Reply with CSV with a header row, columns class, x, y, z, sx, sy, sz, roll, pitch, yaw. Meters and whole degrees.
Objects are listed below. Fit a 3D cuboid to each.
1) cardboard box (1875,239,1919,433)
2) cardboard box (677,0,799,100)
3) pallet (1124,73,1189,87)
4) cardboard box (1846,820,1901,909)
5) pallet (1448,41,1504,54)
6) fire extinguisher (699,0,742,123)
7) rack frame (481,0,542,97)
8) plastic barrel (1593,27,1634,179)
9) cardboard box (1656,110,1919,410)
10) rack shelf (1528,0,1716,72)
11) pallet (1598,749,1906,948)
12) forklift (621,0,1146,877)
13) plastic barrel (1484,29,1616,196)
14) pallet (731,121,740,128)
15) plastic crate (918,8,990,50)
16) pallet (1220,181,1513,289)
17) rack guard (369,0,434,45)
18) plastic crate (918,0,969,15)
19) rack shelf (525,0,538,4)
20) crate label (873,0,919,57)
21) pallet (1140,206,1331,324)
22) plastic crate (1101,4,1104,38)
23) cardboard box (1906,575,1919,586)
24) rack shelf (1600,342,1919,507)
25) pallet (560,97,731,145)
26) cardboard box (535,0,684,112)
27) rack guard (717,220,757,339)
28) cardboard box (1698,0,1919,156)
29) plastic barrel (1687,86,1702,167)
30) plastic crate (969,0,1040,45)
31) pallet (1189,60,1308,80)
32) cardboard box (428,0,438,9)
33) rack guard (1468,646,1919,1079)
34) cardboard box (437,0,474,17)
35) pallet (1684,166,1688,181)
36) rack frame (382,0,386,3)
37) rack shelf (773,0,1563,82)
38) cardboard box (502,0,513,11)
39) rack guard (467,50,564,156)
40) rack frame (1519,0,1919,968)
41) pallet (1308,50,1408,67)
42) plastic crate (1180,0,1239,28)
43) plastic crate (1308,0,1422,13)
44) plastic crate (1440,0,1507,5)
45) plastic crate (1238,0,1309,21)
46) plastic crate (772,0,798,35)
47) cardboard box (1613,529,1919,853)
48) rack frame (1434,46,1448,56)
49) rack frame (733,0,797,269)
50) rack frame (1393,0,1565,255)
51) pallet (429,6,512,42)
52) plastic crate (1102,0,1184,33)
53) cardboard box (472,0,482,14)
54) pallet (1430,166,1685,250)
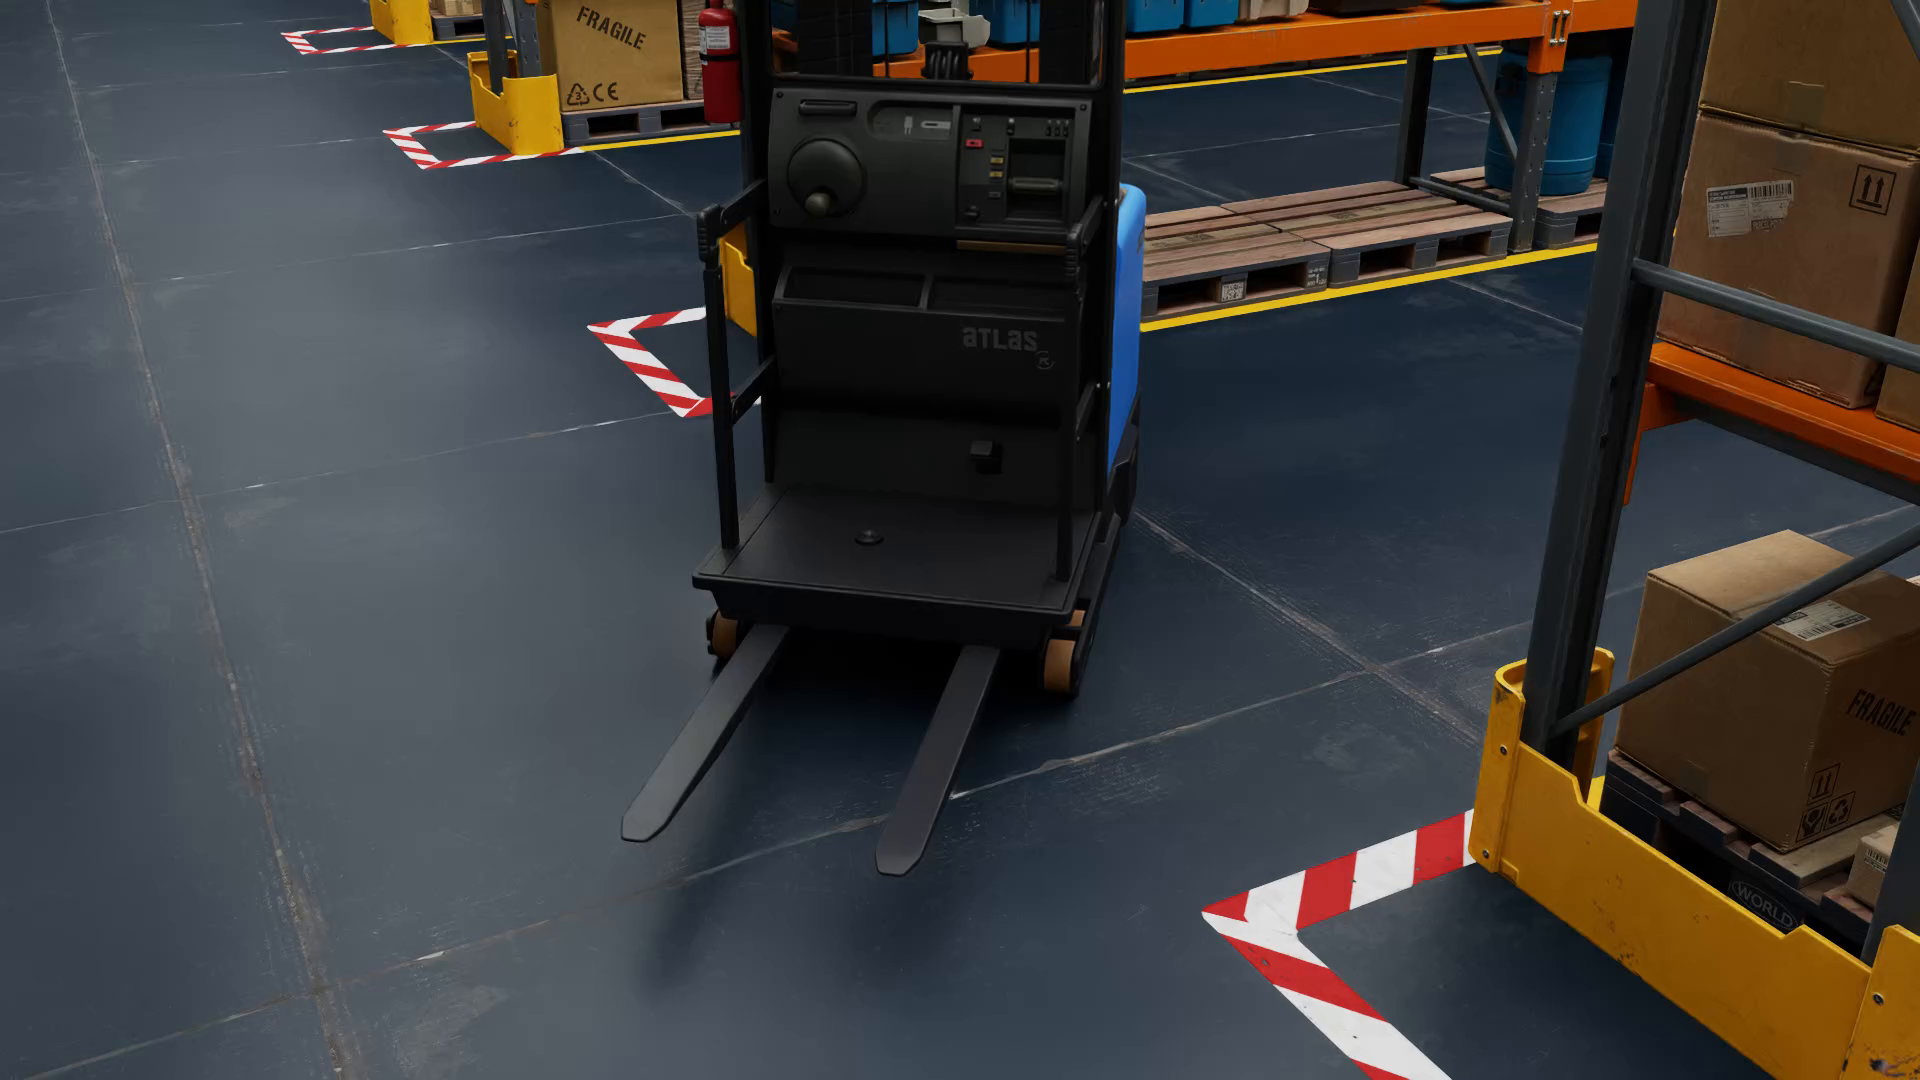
class,x,y,z,sx,sy,sz,roll,pitch,yaw
cardboard box,2.116,-0.417,3.038,0.500,0.500,0.500,-12,28,-24
cardboard box,-1.728,-3.744,12.053,0.875,0.875,0.875,-13,29,-25
pallet,1.117,-3.910,13.650,1.213,0.211,1.003,-13,29,-25
cardboard box,2.131,0.750,3.507,0.250,0.149,0.380,-13,29,-25
pallet,4.691,-4.698,15.290,1.213,0.211,1.003,-13,29,-25
fire extinguisher,-1.074,-2.215,7.418,0.183,0.674,0.296,-13,29,-25
rack frame,-3.058,-4.167,10.963,0.127,3.000,1.000,-13,29,-25
plastic barrel,3.915,-2.582,9.601,0.708,0.901,0.600,-13,29,-25
cardboard box,1.867,-0.623,3.466,0.500,0.500,0.500,-12,28,-24
rack shelf,4.567,-3.173,9.724,4.000,0.370,1.077,-13,29,-25
pallet,2.370,0.696,4.056,1.213,0.211,1.003,-13,29,-25
forklift,-0.135,-1.047,4.545,1.130,2.935,3.031,5,26,11
plastic barrel,3.290,-2.438,9.300,0.708,0.901,0.600,-13,29,-25
pallet,-1.314,-3.349,12.482,1.213,0.211,1.003,-13,29,-25
plastic crate,-0.033,-2.142,6.980,0.298,0.136,0.250,-13,29,-25
pallet,2.171,-1.668,8.981,1.213,0.211,1.003,-13,29,-25
rack guard,-5.236,-4.970,15.524,0.348,0.500,1.175,-13,29,-25
plastic crate,-0.093,-2.419,7.557,0.243,0.136,0.396,-13,29,-25
rack shelf,-1.293,-4.250,11.967,4.000,0.370,1.077,-13,29,-25
crate label,-0.355,-2.151,6.889,0.303,0.233,0.416,-13,29,-25
pallet,1.094,-1.418,8.460,1.213,0.211,1.003,-13,29,-25
plastic crate,0.566,-2.280,7.268,0.298,0.136,0.250,-13,29,-25
cardboard box,2.816,0.272,4.387,0.500,0.250,0.500,-13,29,-25
rack shelf,3.365,-0.466,4.086,4.000,0.370,1.077,-13,29,-25
pallet,-2.389,-3.102,11.968,1.213,0.211,1.003,-13,29,-25
cardboard box,-2.531,-3.559,11.667,0.875,0.875,0.875,-13,29,-25
rack guard,-0.743,-1.138,7.544,0.348,0.500,1.175,-13,29,-25
cardboard box,1.863,-1.074,3.251,0.500,0.500,0.500,-13,29,-26
plastic barrel,4.455,-2.487,9.854,0.421,0.512,0.421,0,26,0
plastic crate,0.226,-2.285,7.168,0.300,0.233,0.416,-13,29,-25
pallet,2.195,-4.160,14.172,1.213,0.211,1.003,-13,29,-25
cardboard box,-4.937,-5.173,15.866,0.250,0.149,0.380,-12,28,-24
rack guard,1.667,0.729,3.655,0.348,0.500,1.175,-13,29,-25
cardboard box,-4.690,-4.970,15.445,0.250,0.149,0.380,-12,28,-24
pallet,4.580,-2.224,10.139,1.213,0.211,1.003,-13,29,-25
rack frame,-5.303,-6.082,14.951,0.127,3.000,1.000,-13,29,-25
rack shelf,1.037,-2.358,8.027,4.000,0.370,1.077,-13,29,-25
cardboard box,-4.282,-5.108,15.732,0.250,0.149,0.380,-13,28,-25
rack guard,-3.079,-3.035,11.494,0.348,0.500,1.175,-13,29,-25
rack frame,1.600,-0.383,3.081,0.127,3.000,1.000,-13,29,-25
pallet,3.270,-4.407,14.686,1.213,0.211,1.003,-13,29,-25
plastic crate,1.072,-2.481,7.575,0.300,0.233,0.416,-13,29,-25
plastic crate,1.941,-2.662,8.078,0.590,0.125,0.437,-13,29,-25
plastic crate,2.551,-2.884,8.241,0.575,0.384,0.392,-13,29,-25
plastic crate,1.407,-2.529,7.786,0.466,0.136,0.293,-13,29,-25
plastic crate,-0.520,-2.458,7.293,0.499,0.435,0.616,-13,29,-25
cardboard box,1.964,0.341,3.954,0.500,0.500,0.500,-13,29,-25
rack frame,4.001,-5.796,14.356,0.127,3.000,1.000,-13,29,-25
rack frame,-0.727,-2.275,7.023,0.127,3.000,1.000,-13,29,-25
rack frame,2.802,-3.090,8.720,0.127,3.000,1.000,-13,29,-25
pallet,-4.502,-4.992,15.903,1.213,0.211,1.003,-13,29,-25
plastic crate,0.807,-2.419,7.448,0.300,0.233,0.416,-13,29,-25
cardboard box,-4.498,-5.055,15.621,0.250,0.149,0.380,-13,29,-25
pallet,3.502,-1.974,9.618,1.213,0.211,1.003,-13,29,-25
